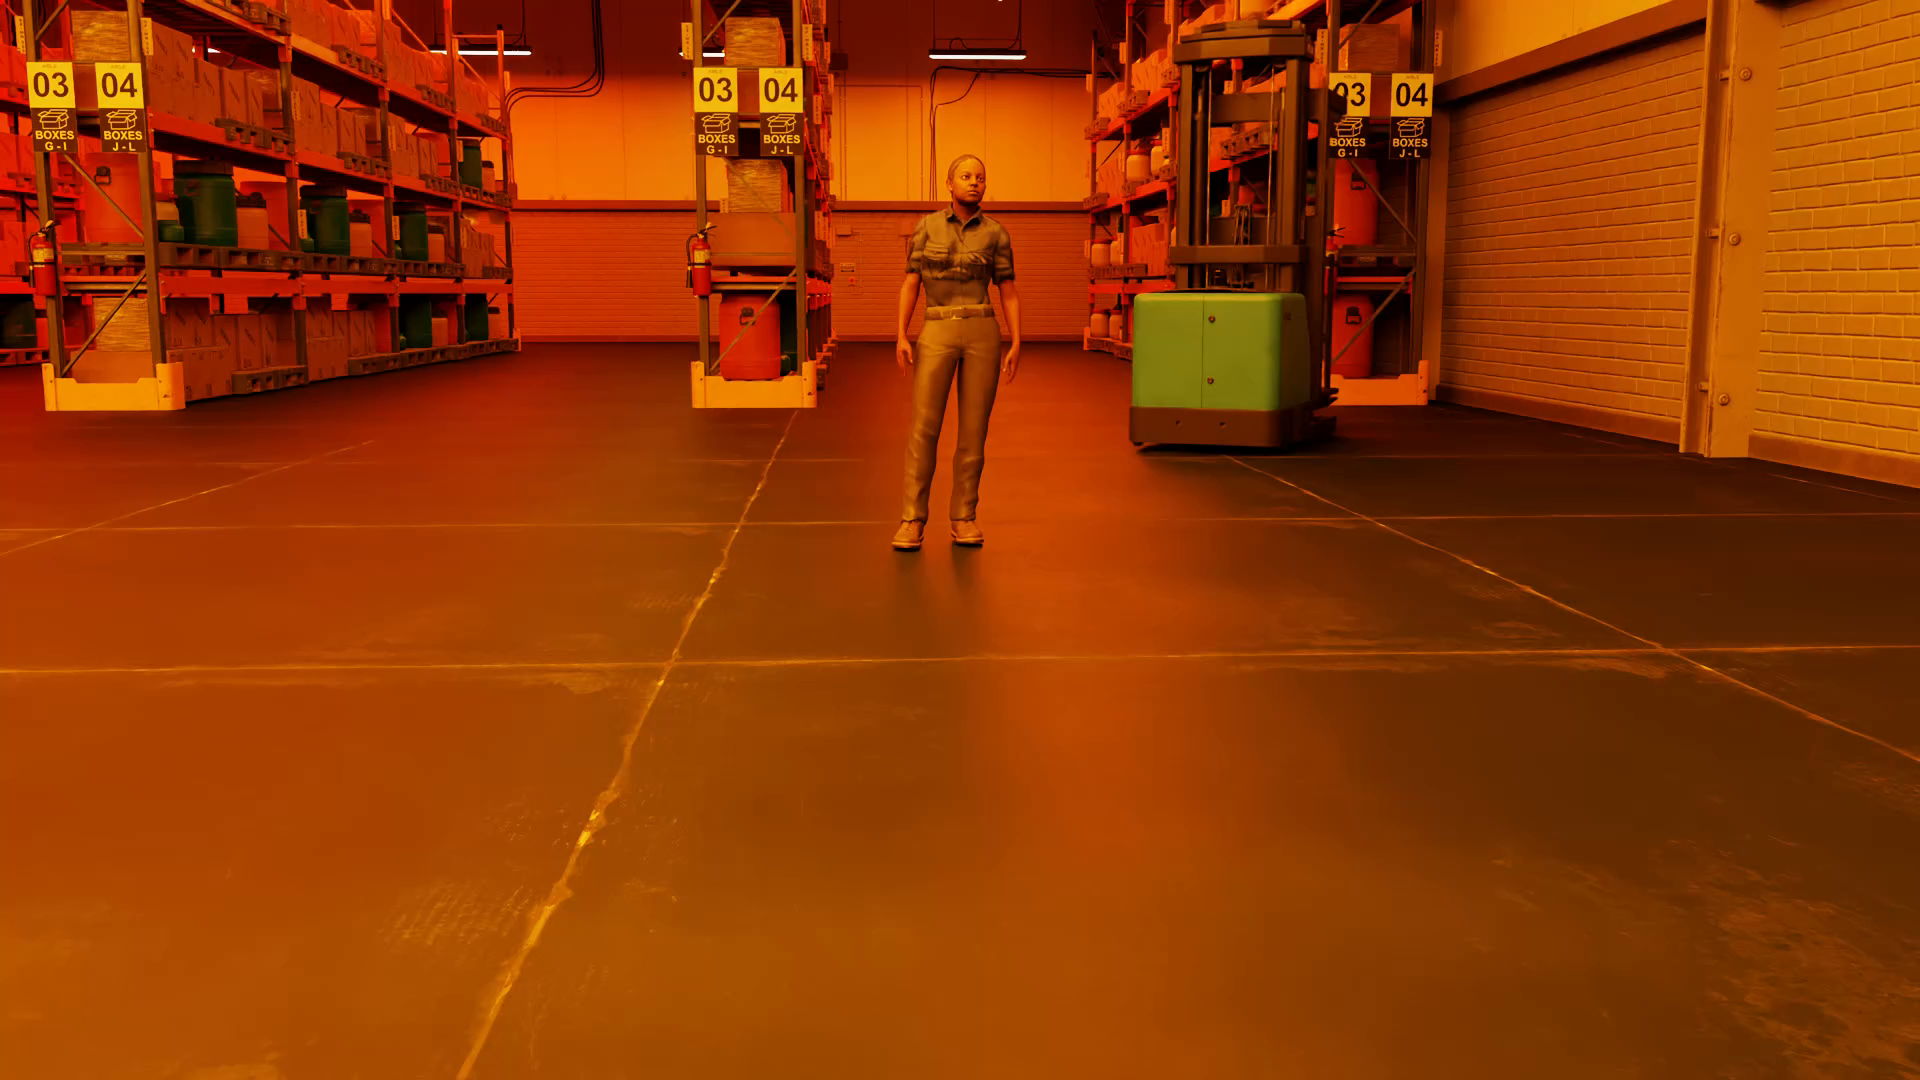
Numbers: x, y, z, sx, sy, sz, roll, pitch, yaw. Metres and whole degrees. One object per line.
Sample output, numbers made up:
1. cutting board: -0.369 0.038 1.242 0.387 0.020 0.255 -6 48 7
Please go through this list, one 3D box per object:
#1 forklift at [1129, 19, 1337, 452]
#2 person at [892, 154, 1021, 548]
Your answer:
1. forklift: 2.201 -2.219 12.278 1.130 2.935 3.031 4 9 23
2. person: -0.015 -0.812 7.100 0.569 1.654 0.504 -1 8 -4
